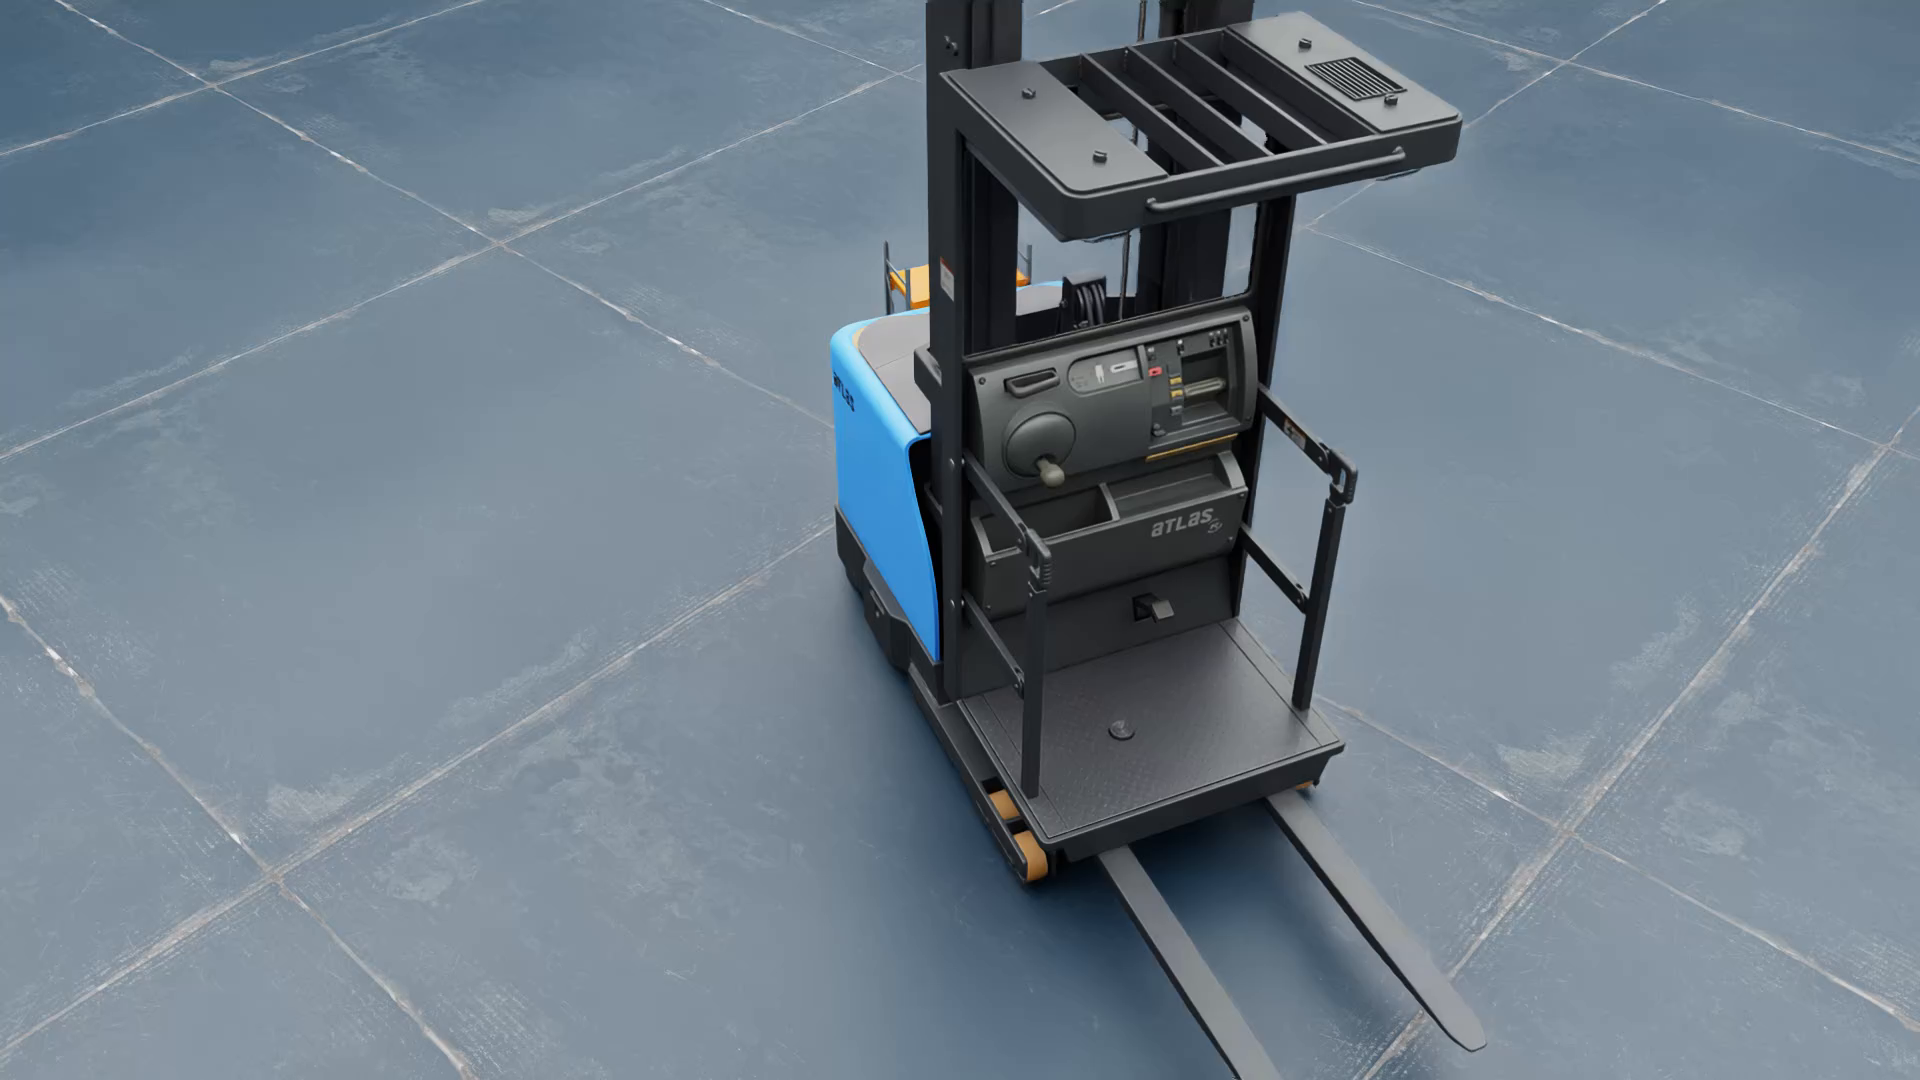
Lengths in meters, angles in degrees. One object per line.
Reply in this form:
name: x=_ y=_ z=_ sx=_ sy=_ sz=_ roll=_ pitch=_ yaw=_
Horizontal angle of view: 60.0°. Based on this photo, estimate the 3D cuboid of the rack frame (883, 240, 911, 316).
rack frame: x=-0.234 y=-0.587 z=6.524 sx=0.015 sy=1.200 sz=0.240 roll=-15 pitch=41 yaw=-18

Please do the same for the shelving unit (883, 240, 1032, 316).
shelving unit: x=-0.010 y=-0.647 z=6.600 sx=0.503 sy=1.200 sz=0.258 roll=-15 pitch=41 yaw=-18

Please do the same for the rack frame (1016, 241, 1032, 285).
rack frame: x=0.214 y=-0.707 z=6.675 sx=0.015 sy=1.200 sz=0.240 roll=-15 pitch=41 yaw=-18

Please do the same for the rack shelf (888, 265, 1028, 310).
rack shelf: x=-0.010 y=-0.955 z=6.355 sx=0.480 sy=0.148 sz=0.258 roll=-15 pitch=41 yaw=-18

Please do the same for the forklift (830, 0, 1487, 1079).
forklift: x=0.564 y=-0.352 z=4.837 sx=1.130 sy=2.935 sz=3.031 roll=-15 pitch=41 yaw=-18
